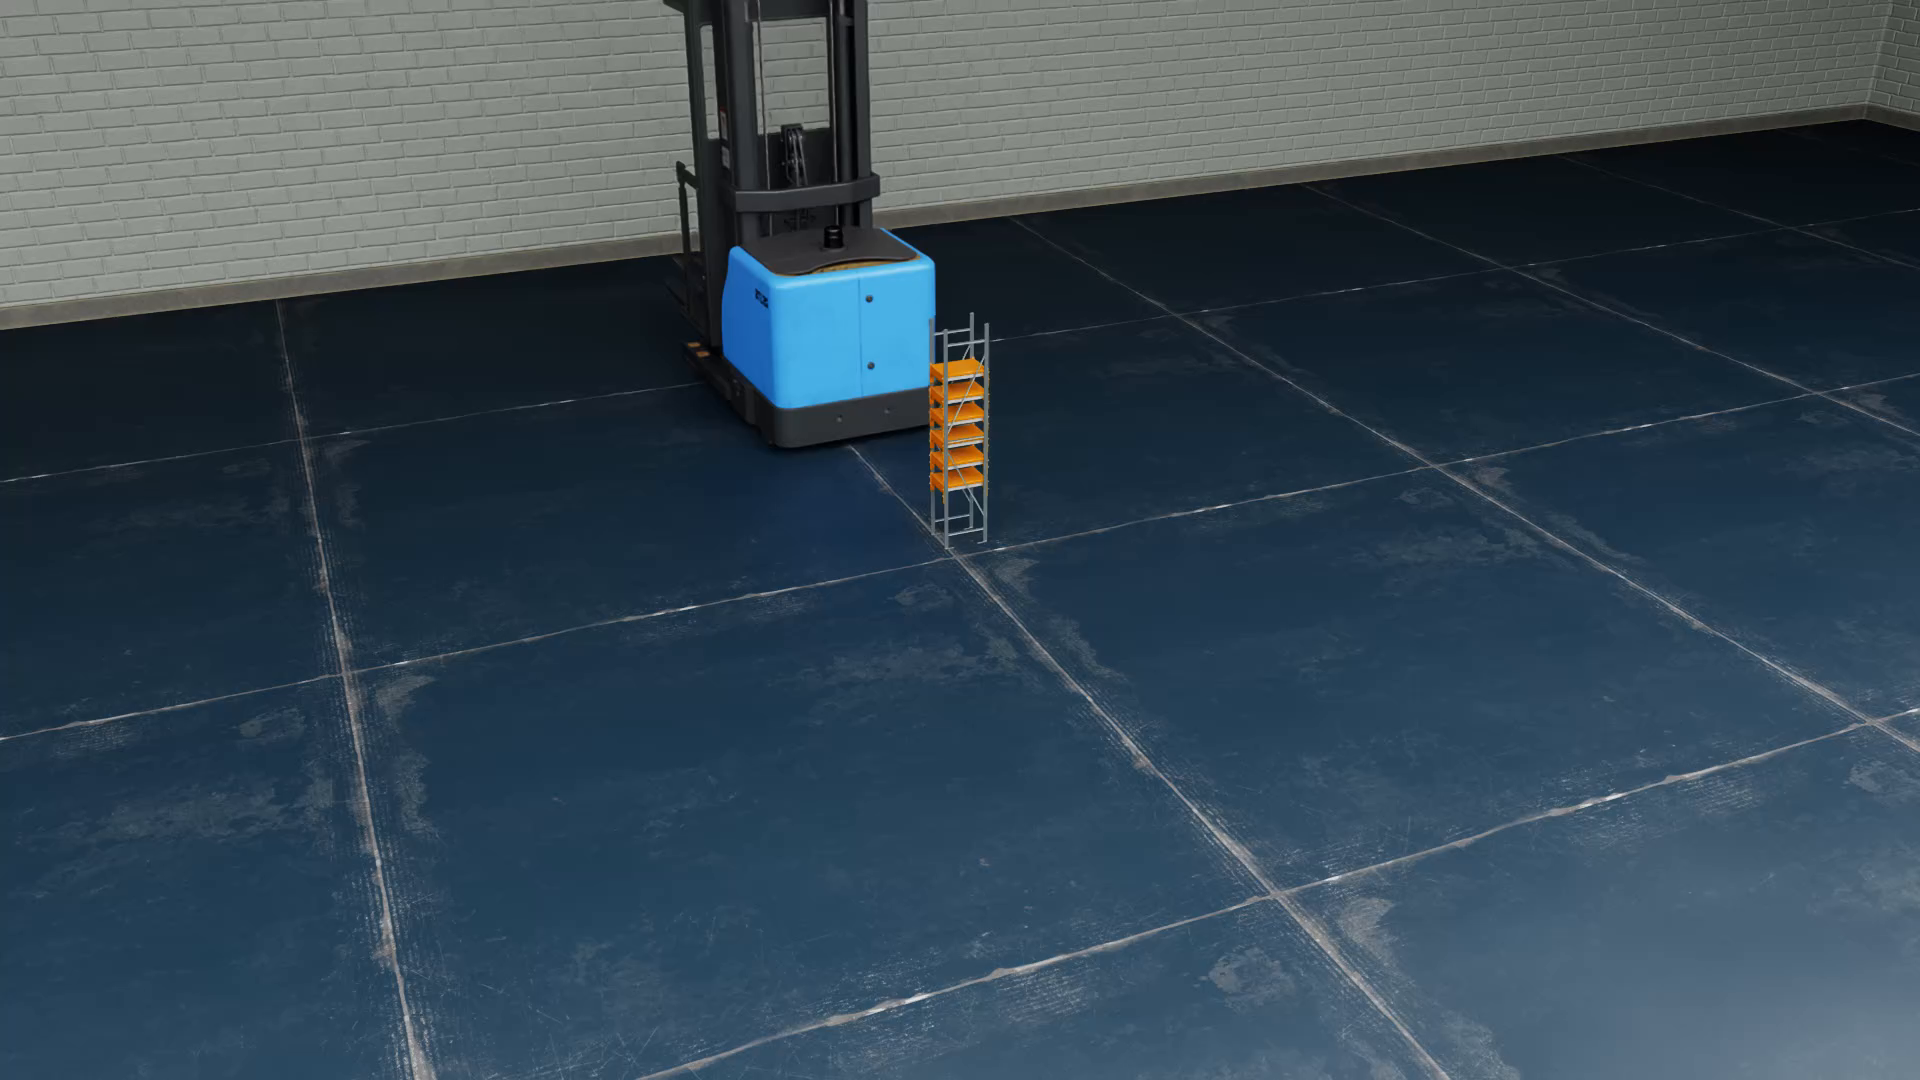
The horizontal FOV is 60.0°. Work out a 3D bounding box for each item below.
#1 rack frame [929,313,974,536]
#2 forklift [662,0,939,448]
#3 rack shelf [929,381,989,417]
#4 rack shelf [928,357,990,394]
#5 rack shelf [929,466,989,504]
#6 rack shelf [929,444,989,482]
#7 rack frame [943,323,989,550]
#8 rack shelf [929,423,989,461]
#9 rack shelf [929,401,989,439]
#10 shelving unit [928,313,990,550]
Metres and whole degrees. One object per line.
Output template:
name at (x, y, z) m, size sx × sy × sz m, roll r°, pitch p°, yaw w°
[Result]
rack frame at (-0.042, -0.582, 8.574) m, size 0.240 × 1.200 × 0.006 m, roll -11°, pitch 28°, yaw -21°
forklift at (-1.212, -2.472, 10.472) m, size 1.130 × 2.935 × 3.031 m, roll -12°, pitch 28°, yaw -22°
rack shelf at (-0.006, -0.721, 8.413) m, size 0.258 × 0.103 × 0.180 m, roll -11°, pitch 28°, yaw -21°
rack shelf at (-0.006, -0.829, 8.360) m, size 0.258 × 0.103 × 0.180 m, roll -11°, pitch 28°, yaw -21°
rack shelf at (-0.006, -0.289, 8.624) m, size 0.258 × 0.103 × 0.180 m, roll -11°, pitch 28°, yaw -21°
rack shelf at (-0.006, -0.397, 8.571) m, size 0.258 × 0.103 × 0.180 m, roll -11°, pitch 28°, yaw -21°
rack frame at (0.030, -0.508, 8.423) m, size 0.240 × 1.200 × 0.006 m, roll -11°, pitch 28°, yaw -21°
rack shelf at (-0.006, -0.505, 8.518) m, size 0.258 × 0.103 × 0.180 m, roll -11°, pitch 28°, yaw -21°
rack shelf at (-0.006, -0.613, 8.466) m, size 0.258 × 0.103 × 0.180 m, roll -11°, pitch 28°, yaw -21°
shelving unit at (-0.006, -0.545, 8.499) m, size 0.258 × 1.200 × 0.189 m, roll -11°, pitch 28°, yaw -21°
